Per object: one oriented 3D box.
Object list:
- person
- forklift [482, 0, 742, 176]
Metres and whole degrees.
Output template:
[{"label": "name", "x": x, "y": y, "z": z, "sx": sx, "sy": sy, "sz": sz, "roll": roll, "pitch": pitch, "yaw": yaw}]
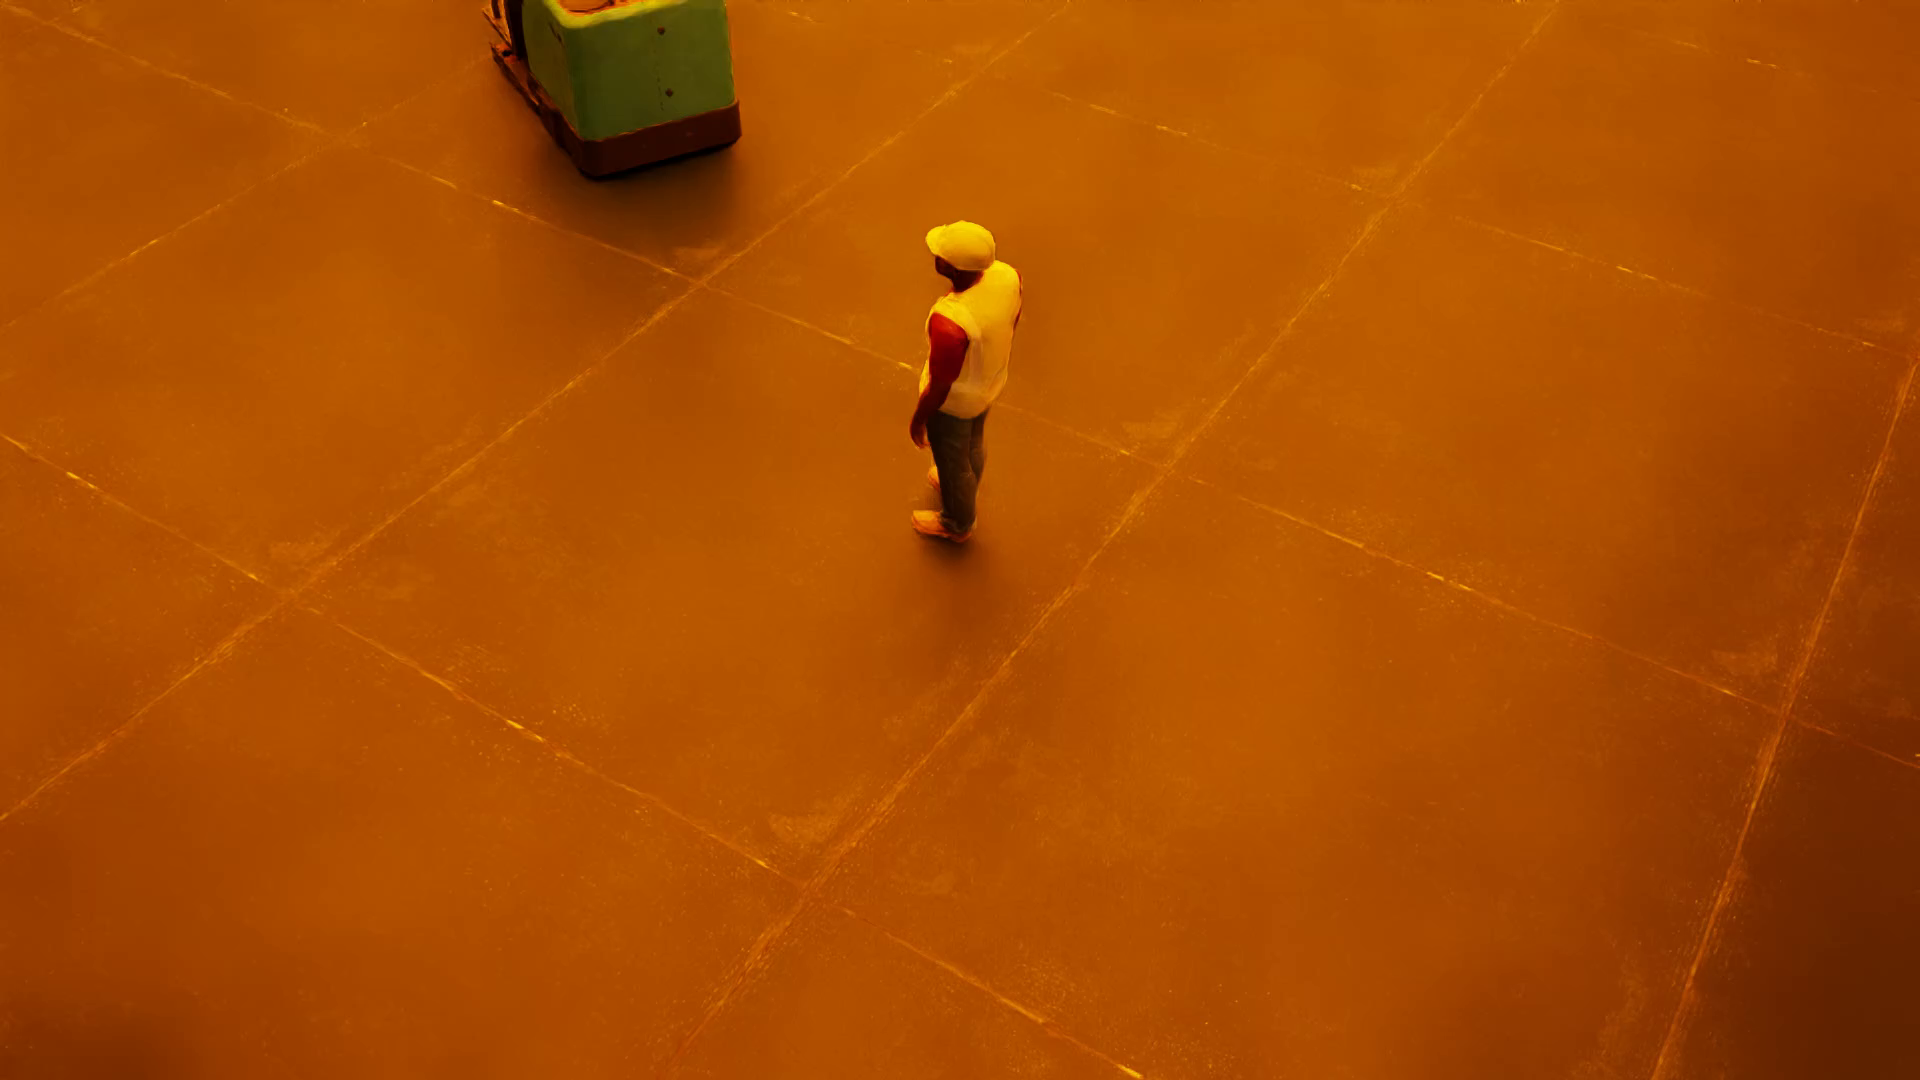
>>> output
[{"label": "person", "x": -0.056, "y": -0.702, "z": 7.372, "sx": 0.576, "sy": 1.760, "sz": 0.665, "roll": 24, "pitch": 48, "yaw": 23}, {"label": "forklift", "x": -2.543, "y": -4.316, "z": 10.400, "sx": 1.130, "sy": 2.935, "sz": 3.031, "roll": -21, "pitch": 47, "yaw": -20}]
